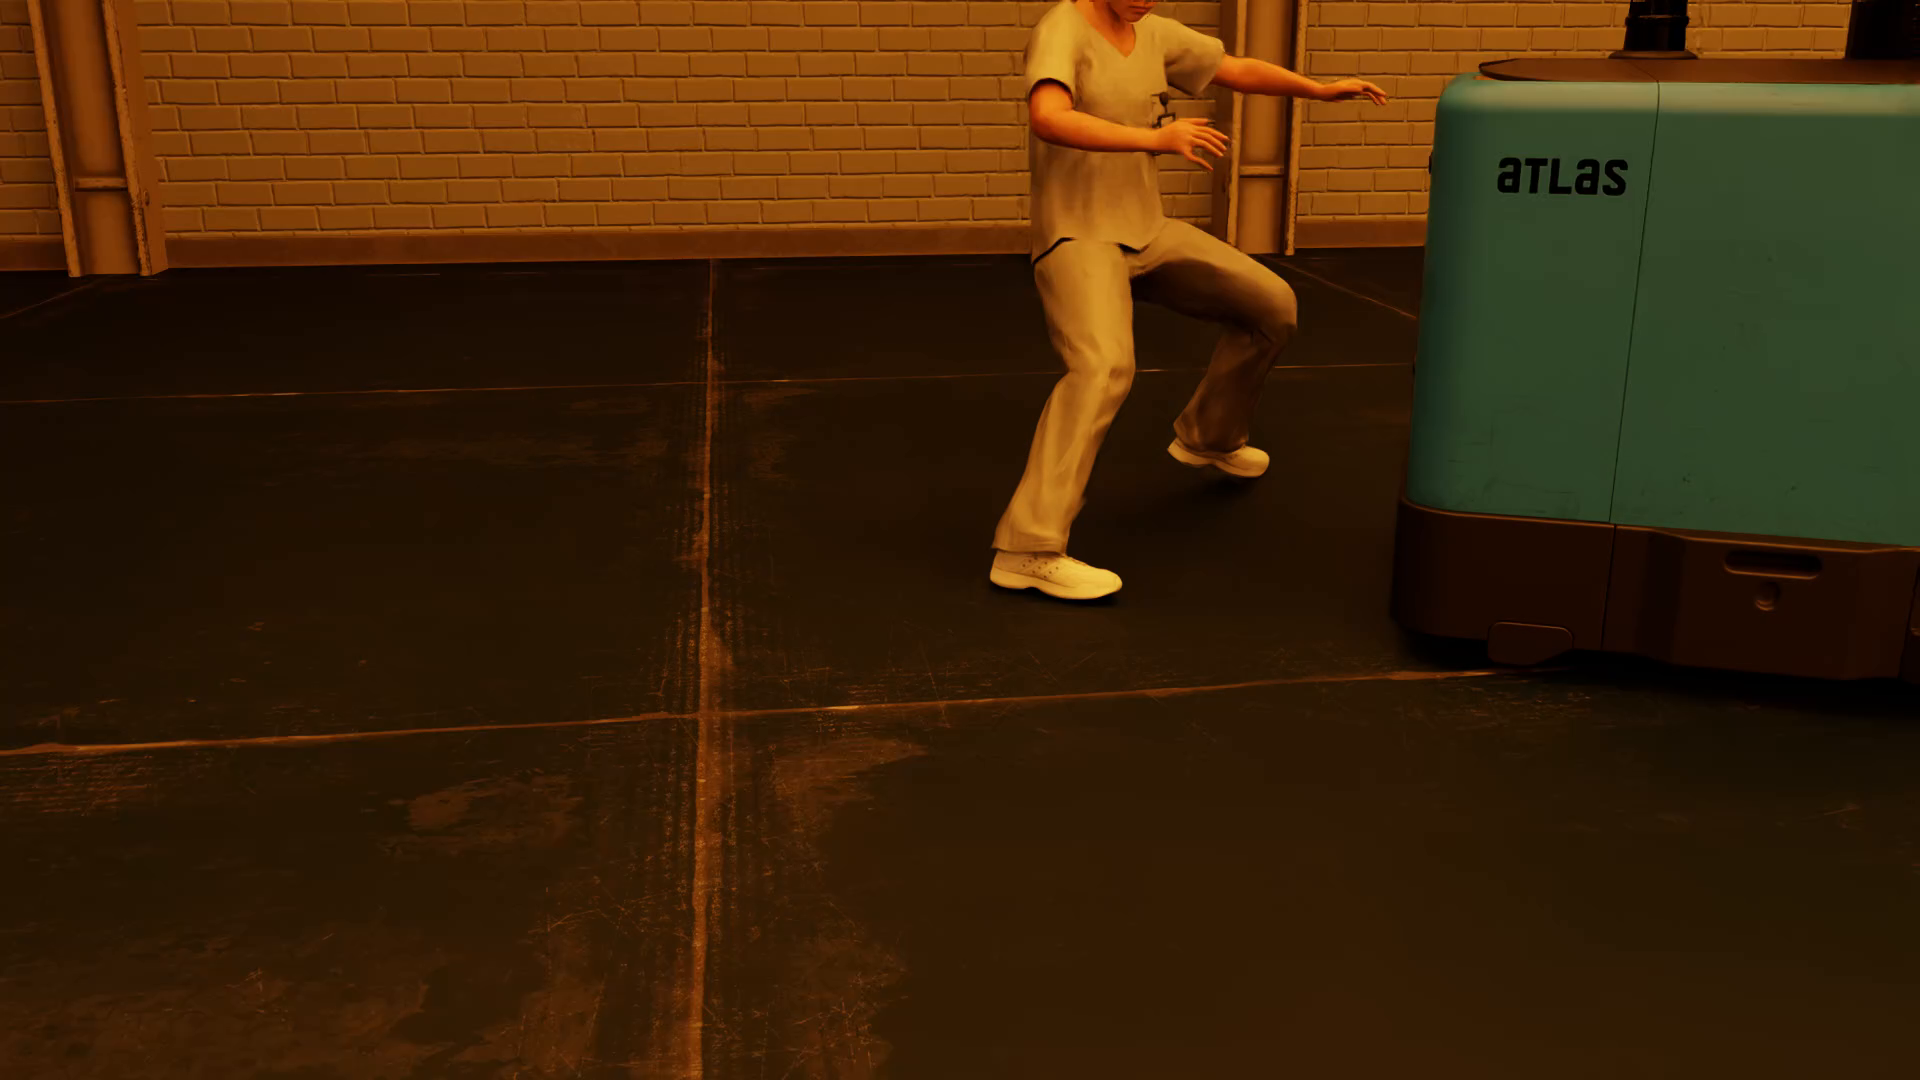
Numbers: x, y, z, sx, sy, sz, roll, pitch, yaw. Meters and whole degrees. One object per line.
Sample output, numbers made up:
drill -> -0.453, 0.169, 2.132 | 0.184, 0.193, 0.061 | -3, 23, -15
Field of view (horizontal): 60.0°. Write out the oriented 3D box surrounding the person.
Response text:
person -> 0.474, -0.715, 3.814 | 1.173, 1.454, 0.632 | -14, 22, -39

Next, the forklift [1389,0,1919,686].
forklift -> 2.408, -1.181, 2.804 | 3.031, 2.935, 1.130 | 5, 17, 16
